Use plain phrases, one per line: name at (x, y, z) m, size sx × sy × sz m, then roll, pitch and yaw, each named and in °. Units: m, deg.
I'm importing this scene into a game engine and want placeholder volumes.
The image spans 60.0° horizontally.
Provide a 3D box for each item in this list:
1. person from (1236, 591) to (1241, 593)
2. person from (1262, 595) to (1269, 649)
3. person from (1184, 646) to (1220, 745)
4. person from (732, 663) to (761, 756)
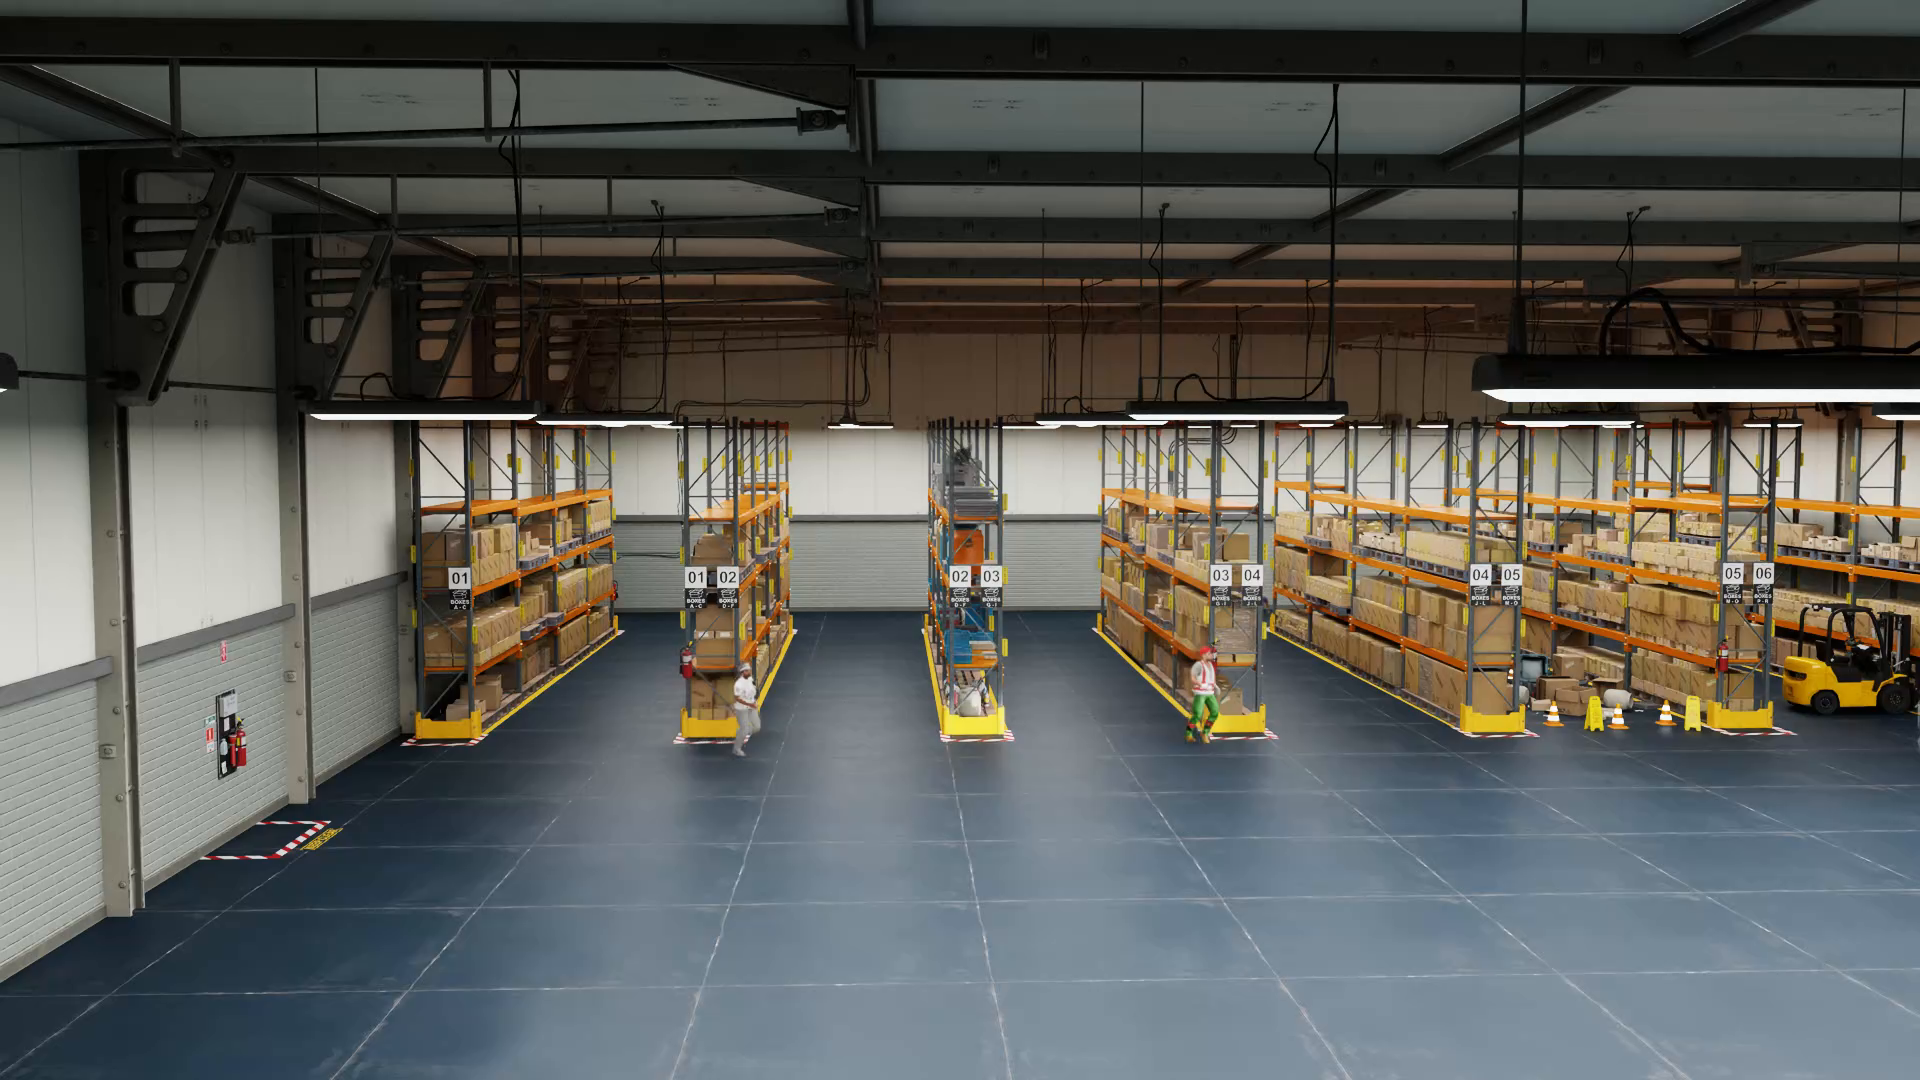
person at (7.707, 1.822, 47.052) m, size 0.740 × 1.764 × 0.753 m, roll 1°, pitch 4°, yaw 14°
person at (7.885, 2.006, 43.916) m, size 0.589 × 1.613 × 1.034 m, roll 0°, pitch 4°, yaw 3°
person at (4.510, 2.852, 30.551) m, size 0.732 × 1.792 × 0.636 m, roll -3°, pitch 5°, yaw -36°
person at (-3.755, 2.984, 29.416) m, size 0.613 × 1.663 × 0.607 m, roll 2°, pitch 4°, yaw 34°
